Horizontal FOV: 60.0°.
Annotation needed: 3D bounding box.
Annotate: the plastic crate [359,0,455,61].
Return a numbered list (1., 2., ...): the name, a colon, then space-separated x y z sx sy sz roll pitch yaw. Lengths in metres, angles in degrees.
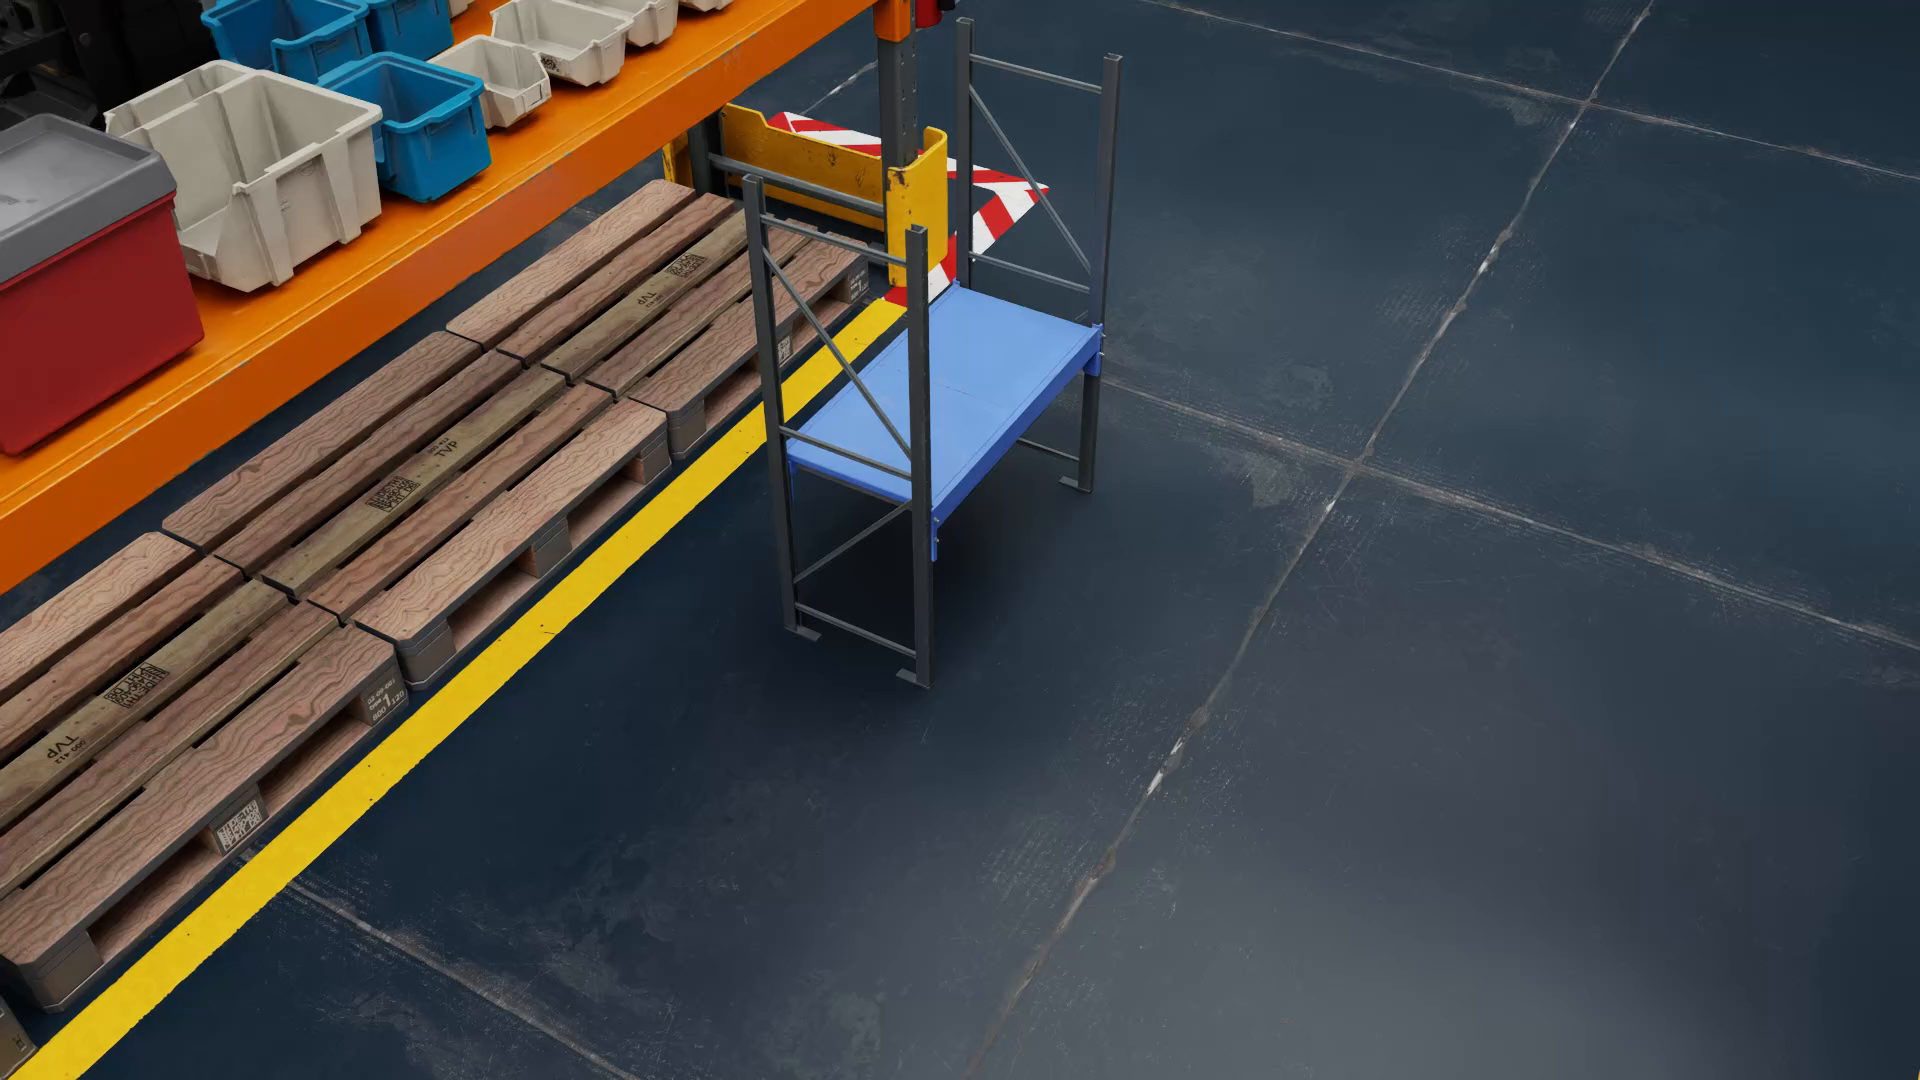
1. plastic crate: -1.684 -1.522 4.790 0.416 0.233 0.300 21 45 22

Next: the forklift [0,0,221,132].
1. forklift: -3.197 -1.704 4.968 1.130 2.935 3.031 25 47 26

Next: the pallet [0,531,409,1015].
1. pallet: -2.284 0.554 4.462 1.003 0.211 1.213 21 45 22

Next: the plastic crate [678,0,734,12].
1. plastic crate: -0.868 -1.745 5.116 0.396 0.136 0.243 21 45 22

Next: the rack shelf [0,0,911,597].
1. rack shelf: -1.618 -0.934 4.585 1.077 0.370 4.000 21 45 22

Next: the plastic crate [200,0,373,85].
1. plastic crate: -1.835 -1.350 4.595 0.416 0.233 0.300 21 45 22

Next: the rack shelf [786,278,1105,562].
1. rack shelf: -0.043 -0.379 4.818 0.538 0.185 1.000 21 45 22

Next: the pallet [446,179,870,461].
1. pallet: -1.063 -0.843 6.047 1.003 0.211 1.213 21 45 22

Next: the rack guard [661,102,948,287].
1. rack guard: -0.616 -1.428 6.493 1.175 0.500 0.348 21 45 22

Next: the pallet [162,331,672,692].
1. pallet: -1.675 -0.147 5.257 1.003 0.211 1.213 21 45 22

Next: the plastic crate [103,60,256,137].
1. plastic crate: -2.007 -1.079 4.359 0.293 0.136 0.466 21 45 22

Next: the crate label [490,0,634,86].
1. crate label: -1.144 -1.417 4.743 0.396 0.136 0.243 21 45 22

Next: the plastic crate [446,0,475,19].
1. plastic crate: -1.597 -1.695 5.059 0.250 0.136 0.298 21 45 22

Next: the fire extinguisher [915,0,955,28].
1. fire extinguisher: -0.148 -2.115 5.723 0.296 0.674 0.183 21 45 22

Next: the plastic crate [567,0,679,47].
1. plastic crate: -1.026 -1.584 4.933 0.396 0.136 0.243 21 45 22

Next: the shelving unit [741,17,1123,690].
1. shelving unit: -0.043 -0.514 4.699 0.538 1.500 1.048 21 45 22

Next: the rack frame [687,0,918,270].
1. rack frame: -0.617 -2.348 5.647 1.000 3.000 0.127 21 45 22

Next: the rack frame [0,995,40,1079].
1. rack frame: -2.619 -0.059 3.048 1.000 3.000 0.127 21 45 22

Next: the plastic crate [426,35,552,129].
1. plastic crate: -1.276 -1.241 4.544 0.298 0.136 0.250 21 45 22

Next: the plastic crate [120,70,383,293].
1. plastic crate: -1.695 -0.850 3.990 0.437 0.282 0.530 21 45 22

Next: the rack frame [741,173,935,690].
1. rack frame: -0.297 -0.223 4.369 0.500 1.500 0.032 21 45 22

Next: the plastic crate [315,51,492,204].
1. plastic crate: -1.423 -1.048 4.252 0.416 0.233 0.300 21 45 22

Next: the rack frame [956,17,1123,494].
1. rack frame: 0.212 -0.805 5.029 0.500 1.500 0.032 21 45 22

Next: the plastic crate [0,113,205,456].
1. plastic crate: -1.955 -0.534 3.493 0.402 0.464 0.583 21 45 22
